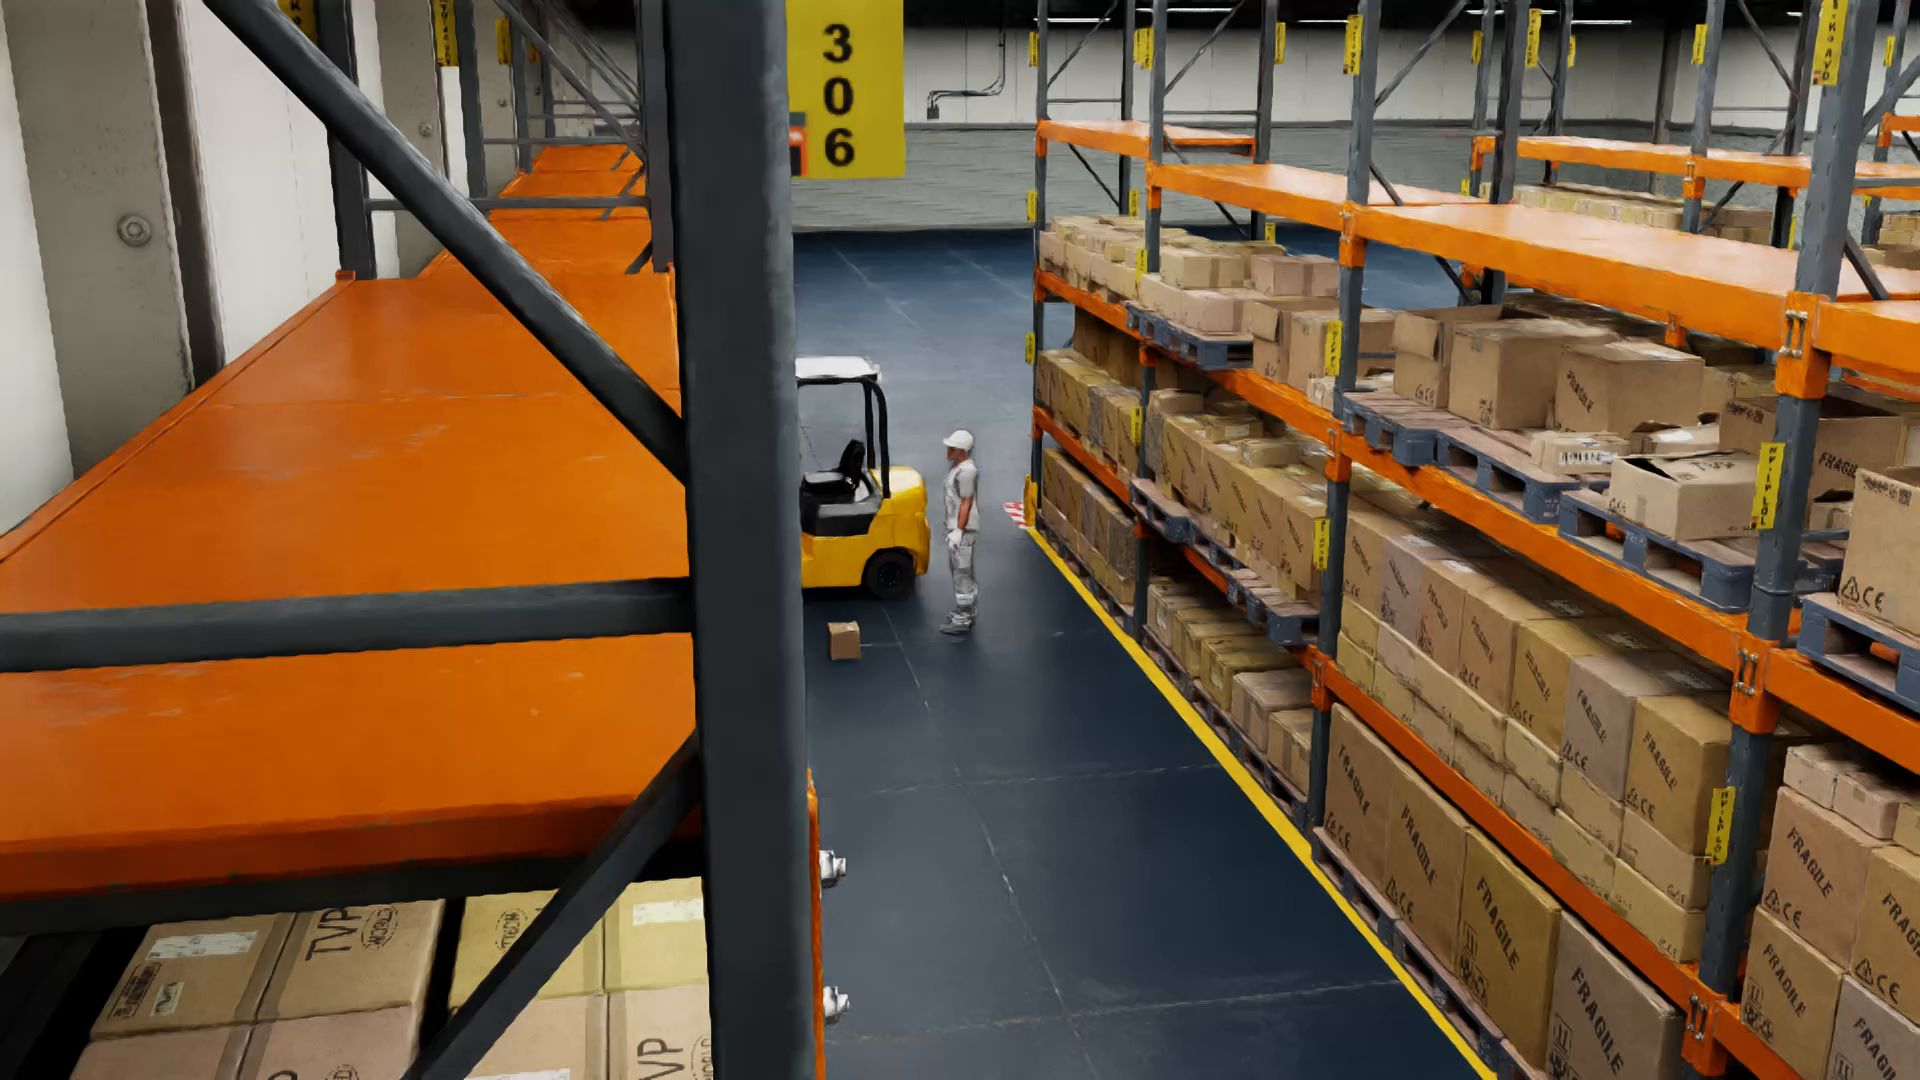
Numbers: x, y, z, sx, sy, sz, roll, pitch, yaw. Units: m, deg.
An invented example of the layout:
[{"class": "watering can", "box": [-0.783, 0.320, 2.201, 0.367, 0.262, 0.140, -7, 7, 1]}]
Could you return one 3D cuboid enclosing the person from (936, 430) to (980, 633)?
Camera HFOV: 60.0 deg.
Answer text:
[{"class": "person", "box": [-0.022, -0.081, 14.644, 0.396, 1.798, 0.662, -1, 16, -3]}]
